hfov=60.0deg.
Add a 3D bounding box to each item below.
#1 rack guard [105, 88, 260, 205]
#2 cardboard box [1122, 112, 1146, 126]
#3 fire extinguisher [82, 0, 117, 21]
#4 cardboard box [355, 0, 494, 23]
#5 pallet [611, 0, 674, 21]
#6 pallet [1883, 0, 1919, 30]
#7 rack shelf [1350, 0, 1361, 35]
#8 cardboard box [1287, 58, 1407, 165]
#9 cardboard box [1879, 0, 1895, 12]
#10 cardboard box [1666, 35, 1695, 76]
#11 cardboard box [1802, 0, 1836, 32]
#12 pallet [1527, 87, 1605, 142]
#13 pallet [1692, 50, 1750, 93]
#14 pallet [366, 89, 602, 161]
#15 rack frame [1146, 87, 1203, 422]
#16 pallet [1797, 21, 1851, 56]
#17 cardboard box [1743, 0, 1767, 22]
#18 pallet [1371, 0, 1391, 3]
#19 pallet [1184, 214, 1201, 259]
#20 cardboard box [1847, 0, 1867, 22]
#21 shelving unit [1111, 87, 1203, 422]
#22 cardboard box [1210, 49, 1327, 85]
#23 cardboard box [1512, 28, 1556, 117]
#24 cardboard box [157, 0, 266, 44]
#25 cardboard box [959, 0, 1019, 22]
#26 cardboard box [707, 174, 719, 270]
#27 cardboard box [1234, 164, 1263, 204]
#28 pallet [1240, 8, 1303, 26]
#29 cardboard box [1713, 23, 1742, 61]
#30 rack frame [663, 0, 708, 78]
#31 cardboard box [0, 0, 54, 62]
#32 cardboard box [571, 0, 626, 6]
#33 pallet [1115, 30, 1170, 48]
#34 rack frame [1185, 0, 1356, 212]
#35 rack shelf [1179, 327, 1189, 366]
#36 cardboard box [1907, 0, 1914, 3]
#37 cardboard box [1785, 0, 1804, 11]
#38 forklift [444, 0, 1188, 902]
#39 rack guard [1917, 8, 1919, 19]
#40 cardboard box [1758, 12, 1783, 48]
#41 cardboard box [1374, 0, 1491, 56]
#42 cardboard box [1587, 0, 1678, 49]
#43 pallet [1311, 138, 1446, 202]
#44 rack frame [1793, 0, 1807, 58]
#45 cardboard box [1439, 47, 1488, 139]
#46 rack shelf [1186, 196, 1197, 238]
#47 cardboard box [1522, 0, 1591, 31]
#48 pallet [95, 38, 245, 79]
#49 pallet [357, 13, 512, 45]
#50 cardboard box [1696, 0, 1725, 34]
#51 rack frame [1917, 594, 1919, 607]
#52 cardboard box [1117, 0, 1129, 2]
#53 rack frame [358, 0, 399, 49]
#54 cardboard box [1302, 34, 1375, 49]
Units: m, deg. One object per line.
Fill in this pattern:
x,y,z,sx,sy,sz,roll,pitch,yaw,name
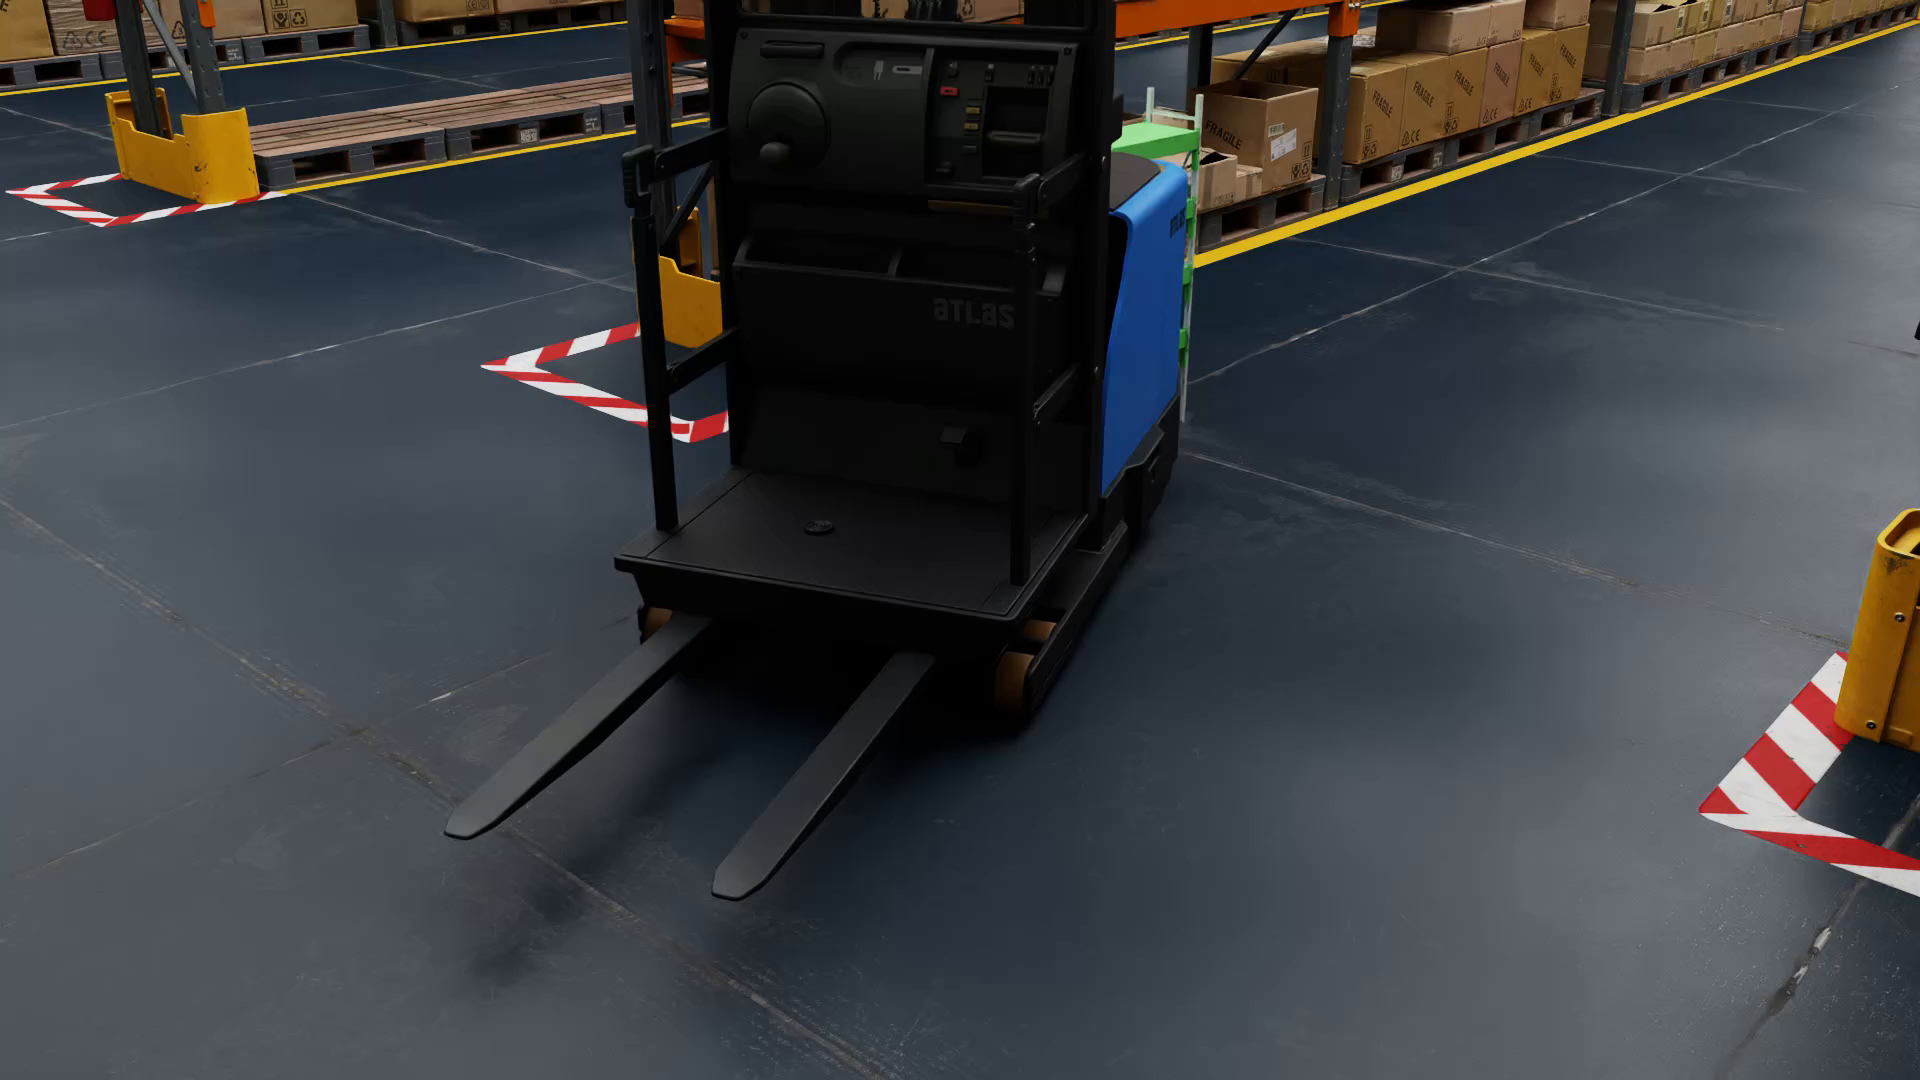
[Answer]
-4.628,-2.353,9.887,1.175,0.500,0.348,20,31,38,rack guard
0.484,-1.857,8.240,0.797,0.503,0.637,20,31,38,cardboard box
-5.061,-3.377,9.666,0.296,0.674,0.183,20,31,38,fire extinguisher
-5.228,-5.498,15.930,1.225,0.875,0.875,20,31,38,cardboard box
-3.553,-5.802,17.933,1.003,0.211,1.213,20,31,38,pallet
9.264,-5.509,17.278,1.003,0.211,1.213,20,31,38,pallet
3.069,-3.651,10.605,1.077,0.370,4.000,20,31,38,rack shelf
2.239,-2.510,9.700,0.500,0.500,0.500,18,30,35,cardboard box
8.948,-5.410,16.497,0.500,0.250,0.500,20,31,38,cardboard box
5.307,-3.758,12.813,0.500,0.250,0.500,19,30,36,cardboard box
7.609,-4.802,15.142,0.500,0.250,0.500,20,31,38,cardboard box
3.877,-3.099,11.903,1.003,0.211,1.213,20,31,38,pallet
5.797,-3.926,13.748,1.003,0.211,1.213,20,31,38,pallet
-3.228,-2.843,11.332,1.003,0.211,1.213,20,31,38,pallet
0.753,-1.025,6.069,0.015,1.200,0.240,-22,32,-40,rack frame
7.635,-4.765,15.620,1.003,0.211,1.213,20,31,38,pallet
6.339,-4.486,13.752,0.500,0.311,0.500,20,31,37,cardboard box
4.681,-6.455,19.388,1.003,0.211,1.213,20,31,38,pallet
0.461,-1.515,8.370,1.003,0.211,1.213,20,31,38,pallet
8.284,-5.104,15.815,0.500,0.250,0.500,20,31,38,cardboard box
0.579,-0.955,5.914,0.503,1.200,0.258,-22,32,-40,shelving unit
1.850,-2.658,10.030,0.500,0.500,0.500,20,31,37,cardboard box
3.609,-3.142,11.108,0.500,0.500,0.500,19,30,36,cardboard box
-6.741,-4.844,14.472,0.875,0.875,0.875,20,31,38,cardboard box
-0.102,-2.418,6.855,0.500,0.500,0.500,20,31,37,cardboard box
-0.756,-1.444,7.322,0.500,0.500,0.500,20,31,38,cardboard box
1.360,-1.888,8.741,0.380,0.149,0.250,20,31,38,cardboard box
2.892,-5.638,17.567,1.003,0.211,1.213,20,31,38,pallet
5.992,-4.074,13.518,0.500,0.250,0.500,21,32,39,cardboard box
-1.952,-4.723,12.118,1.000,3.000,0.127,20,31,38,rack frame
-7.942,-4.296,13.248,0.875,0.875,0.875,20,31,38,cardboard box
-4.048,-6.042,17.144,1.225,0.875,0.875,20,31,38,cardboard box
1.264,-4.895,15.909,1.003,0.211,1.213,20,31,38,pallet
1.734,-3.370,9.099,1.000,3.000,0.127,20,31,38,rack frame
0.579,-0.678,6.038,0.480,0.148,0.258,-22,32,-40,rack shelf
9.605,-5.718,17.185,0.500,0.250,0.500,20,31,38,cardboard box
7.017,-4.798,14.447,0.500,0.311,0.500,20,31,38,cardboard box
-0.228,-1.076,4.068,1.130,2.935,3.031,8,25,18,forklift
9.759,-5.892,17.781,1.175,0.500,0.348,20,31,38,rack guard
6.674,-4.385,14.210,0.500,0.250,0.500,20,31,37,cardboard box
2.906,-3.157,10.226,0.500,0.250,0.500,20,31,38,cardboard box
4.972,-3.860,12.356,0.500,0.311,0.500,21,32,39,cardboard box
2.249,-2.355,10.245,1.003,0.211,1.213,20,31,38,pallet
7.073,-5.807,14.535,1.000,3.000,0.127,20,31,38,rack frame
2.925,-2.826,10.405,0.500,0.500,0.500,21,31,38,cardboard box
0.579,-1.116,5.842,0.480,0.148,0.258,-22,32,-40,rack shelf
3.920,-3.623,11.265,0.500,0.250,0.500,22,32,39,cardboard box
-7.020,-4.219,14.403,1.003,0.211,1.213,20,31,38,pallet
-5.182,-5.059,16.275,1.003,0.211,1.213,20,31,38,pallet
5.659,-4.178,13.063,0.500,0.311,0.500,19,30,36,cardboard box
2.756,-0.799,3.366,1.000,3.000,0.127,20,31,38,rack frame
0.569,-2.722,7.533,0.500,0.500,0.500,21,31,38,cardboard box
-5.640,-6.076,15.134,1.000,3.000,0.127,20,31,38,rack frame
2.521,-2.959,10.701,0.500,0.500,0.500,21,31,38,cardboard box
